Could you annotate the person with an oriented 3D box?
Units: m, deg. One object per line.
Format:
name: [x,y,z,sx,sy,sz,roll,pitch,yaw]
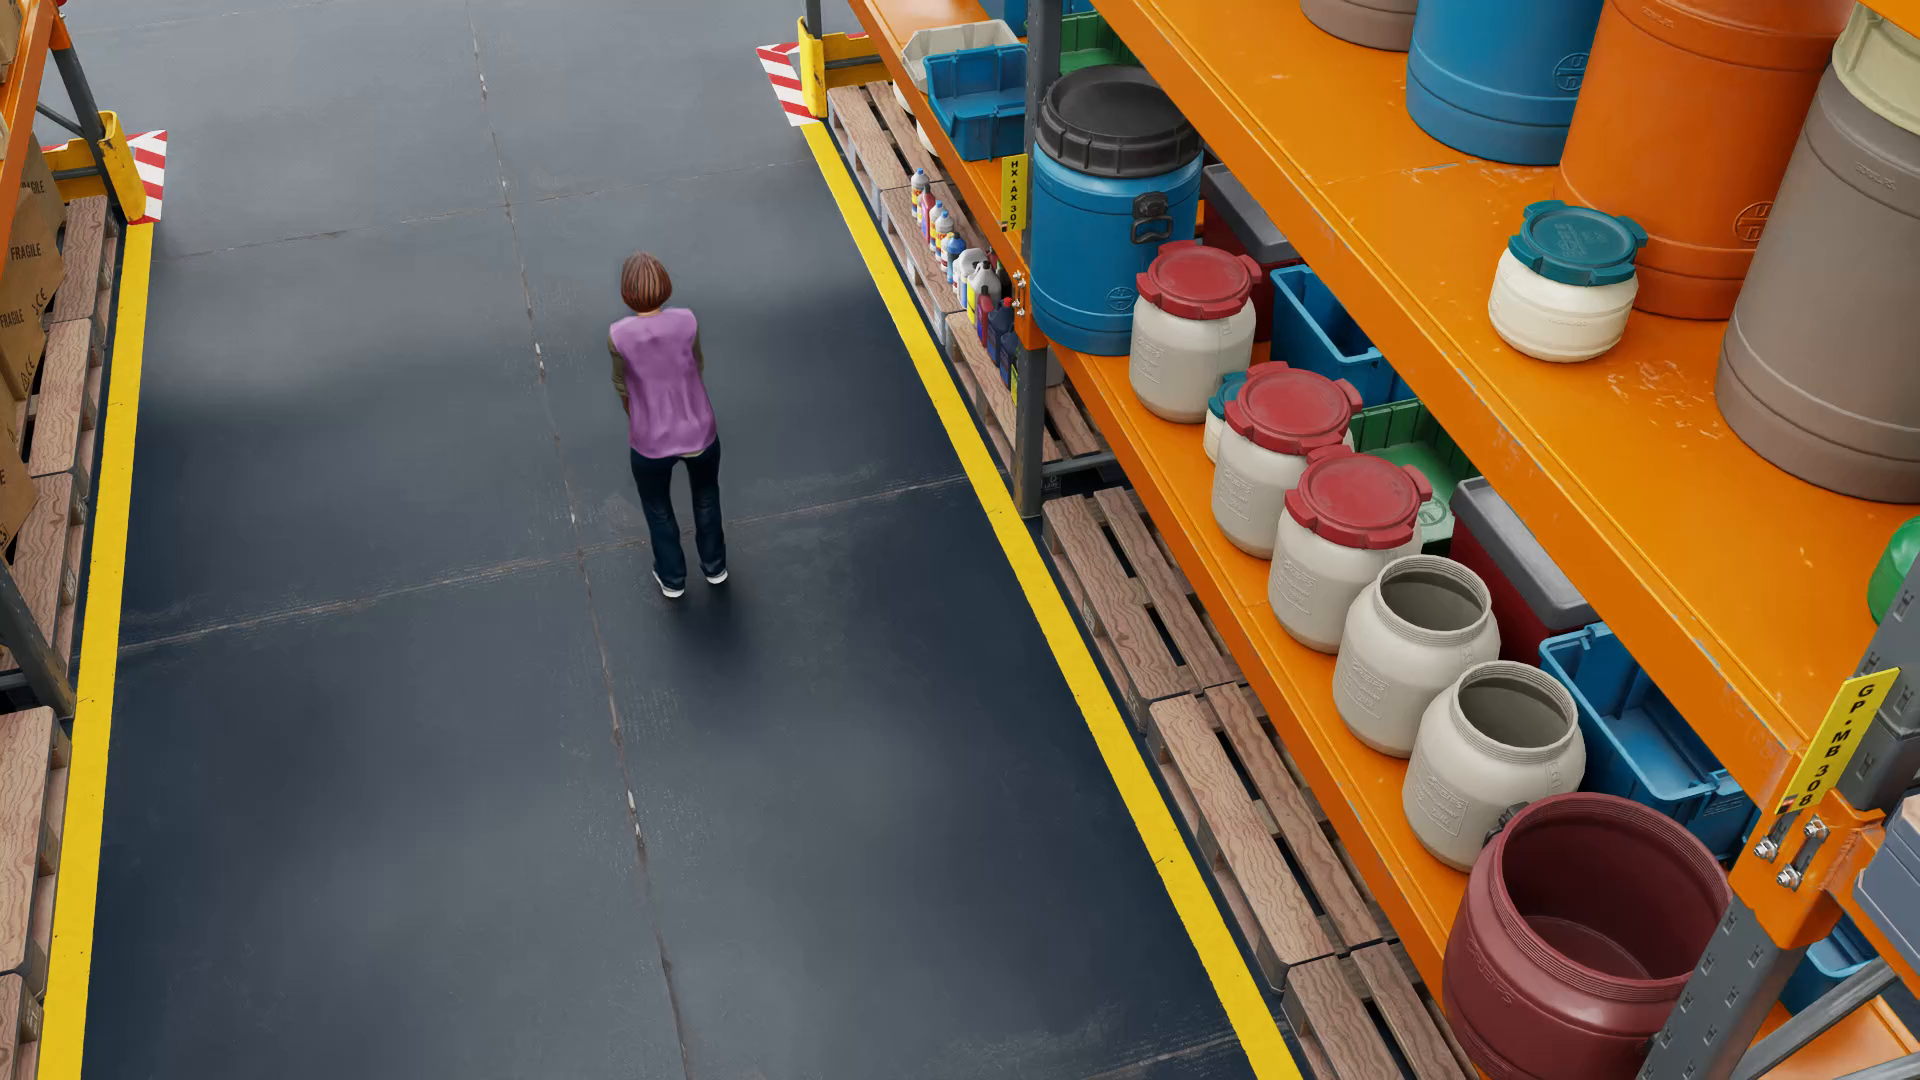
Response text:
person: [-1.172,-0.463,6.680,0.373,1.586,0.518,-13,44,-13]
